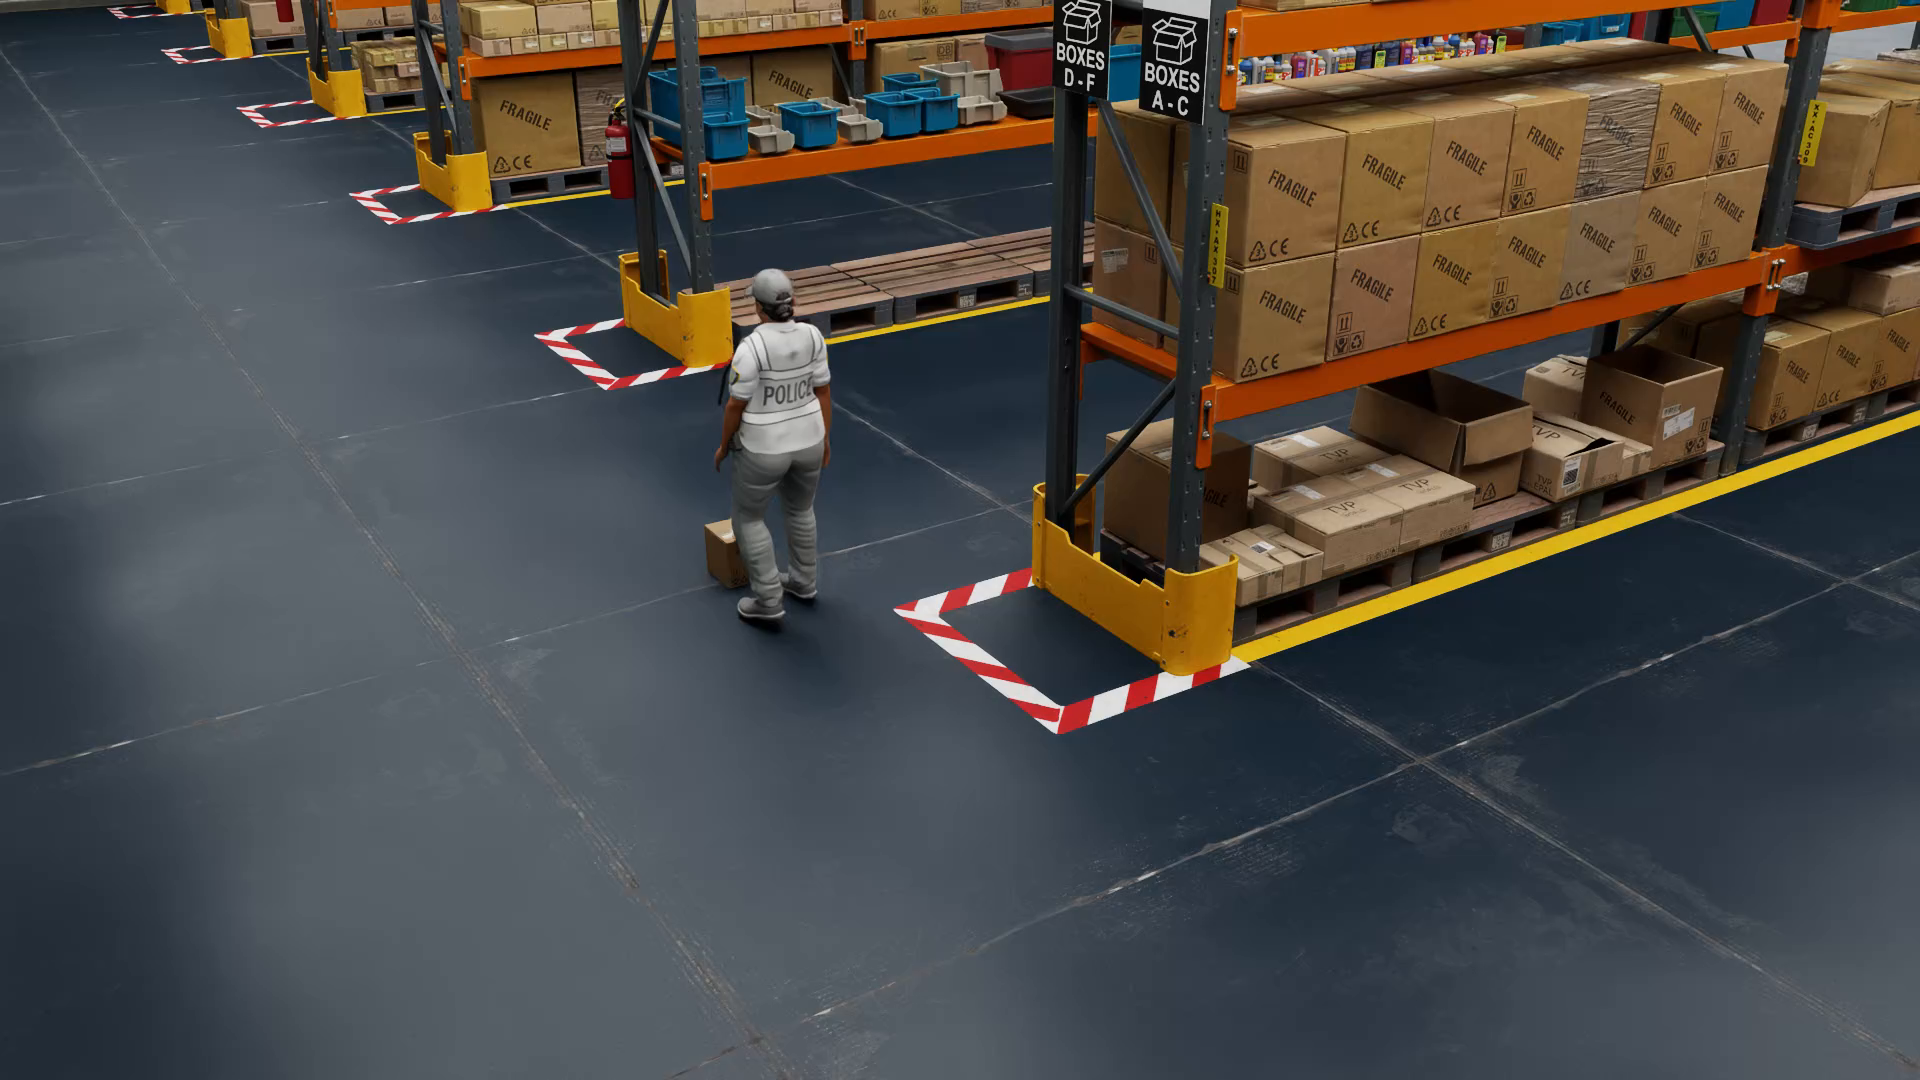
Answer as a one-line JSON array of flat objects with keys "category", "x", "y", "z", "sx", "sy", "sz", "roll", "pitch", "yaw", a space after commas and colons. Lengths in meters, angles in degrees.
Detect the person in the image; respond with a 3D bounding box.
[{"category": "person", "x": -0.856, "y": -0.437, "z": 7.612, "sx": 0.519, "sy": 1.676, "sz": 0.470, "roll": -19, "pitch": 31, "yaw": -35}]
